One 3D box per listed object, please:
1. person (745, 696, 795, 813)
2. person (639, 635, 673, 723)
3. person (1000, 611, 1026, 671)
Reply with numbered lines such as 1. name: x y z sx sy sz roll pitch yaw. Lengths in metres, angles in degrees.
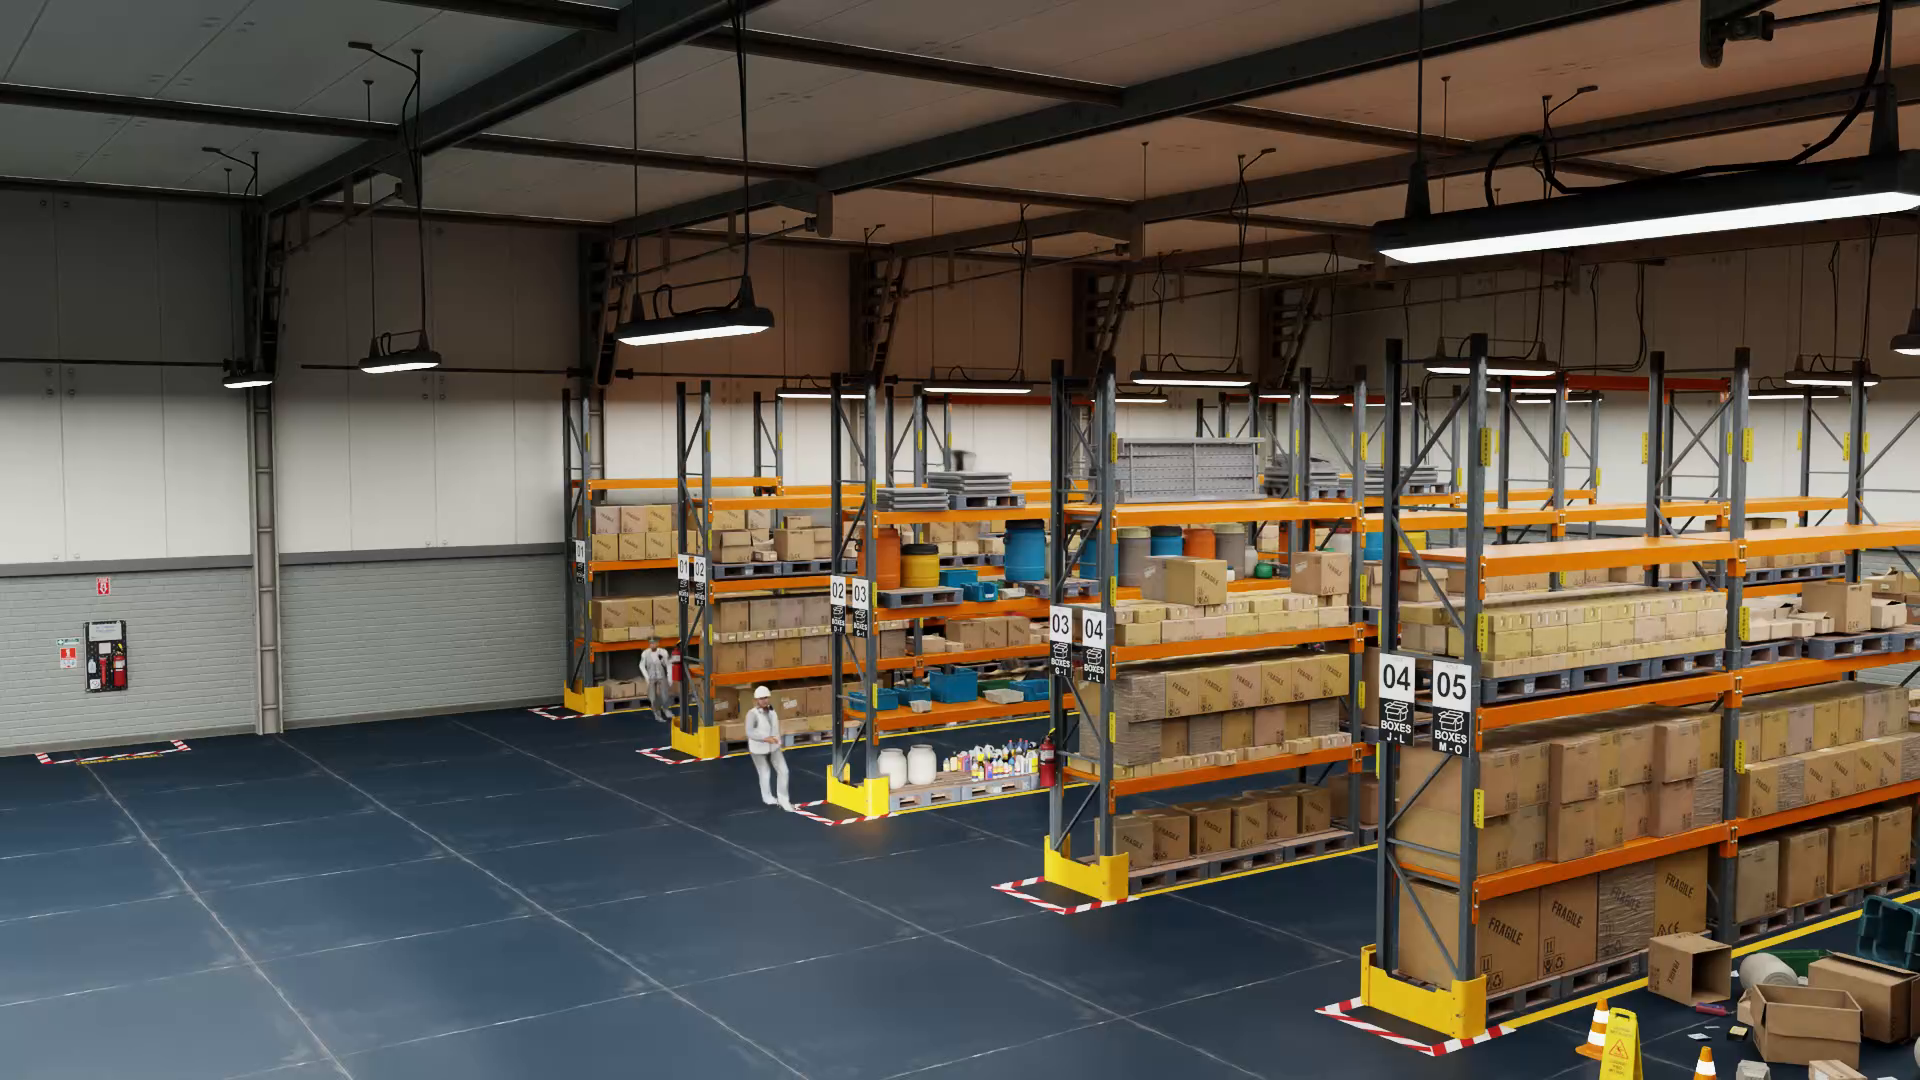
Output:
1. person: -2.669 2.885 22.679 0.699 1.728 0.739 -2 4 -30
2. person: -5.427 2.470 29.701 0.577 1.612 0.691 0 4 -6
3. person: 1.034 2.121 34.214 0.854 1.790 0.623 -3 5 -39
